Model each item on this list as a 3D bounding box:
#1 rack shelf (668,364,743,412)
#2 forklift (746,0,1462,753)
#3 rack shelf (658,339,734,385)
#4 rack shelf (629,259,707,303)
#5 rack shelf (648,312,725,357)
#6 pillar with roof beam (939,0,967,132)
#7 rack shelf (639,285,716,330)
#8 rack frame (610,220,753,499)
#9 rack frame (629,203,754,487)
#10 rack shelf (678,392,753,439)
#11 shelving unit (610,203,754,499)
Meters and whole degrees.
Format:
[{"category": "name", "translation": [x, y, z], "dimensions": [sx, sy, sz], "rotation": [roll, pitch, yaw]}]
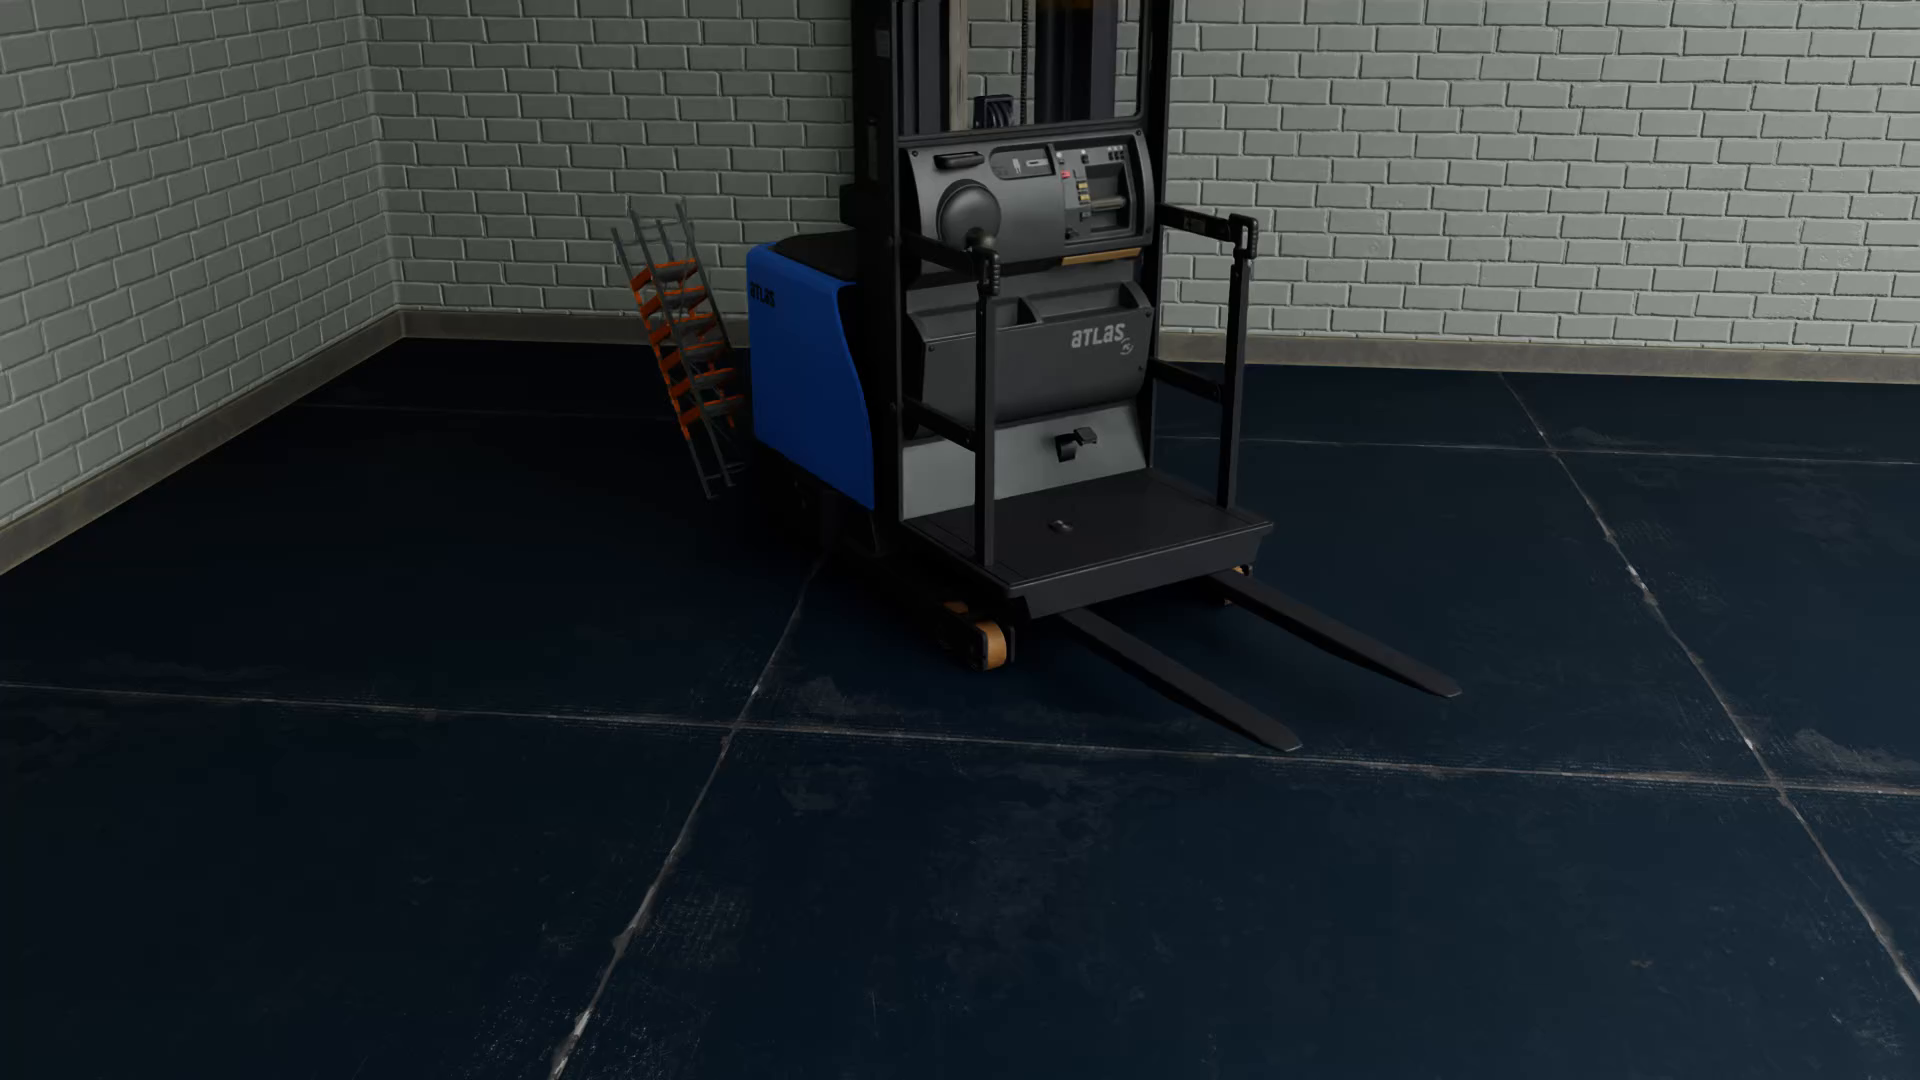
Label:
[{"category": "rack shelf", "translation": [-1.048, -0.630, 6.880], "dimensions": [0.258, 0.103, 0.180], "rotation": [-18, -3, -38]}, {"category": "forklift", "translation": [0.359, -1.133, 5.319], "dimensions": [1.130, 2.935, 3.031], "rotation": [-13, 25, -29]}, {"category": "rack shelf", "translation": [-1.089, -0.742, 6.884], "dimensions": [0.258, 0.103, 0.180], "rotation": [-18, -3, -38]}, {"category": "rack shelf", "translation": [-1.212, -1.080, 6.898], "dimensions": [0.258, 0.103, 0.180], "rotation": [-18, -3, -38]}, {"category": "rack shelf", "translation": [-1.130, -0.855, 6.889], "dimensions": [0.258, 0.103, 0.180], "rotation": [-18, -3, -38]}, {"category": "pillar with roof beam", "translation": [-0.688, -3.577, 3.247], "dimensions": [0.400, 9.000, 9.100], "rotation": [2, 22, 6]}, {"category": "rack shelf", "translation": [-1.171, -0.968, 6.893], "dimensions": [0.258, 0.103, 0.180], "rotation": [-18, -3, -38]}, {"category": "rack frame", "translation": [-1.157, -0.762, 6.957], "dimensions": [0.240, 1.200, 0.006], "rotation": [-18, -3, -38]}, {"category": "rack frame", "translation": [-1.052, -0.806, 6.814], "dimensions": [0.240, 1.200, 0.006], "rotation": [-18, -3, -38]}, {"category": "rack shelf", "translation": [-1.007, -0.517, 6.875], "dimensions": [0.258, 0.103, 0.180], "rotation": [-18, -3, -38]}, {"category": "shelving unit", "translation": [-1.105, -0.784, 6.886], "dimensions": [0.258, 1.200, 0.189], "rotation": [-18, -3, -38]}]
